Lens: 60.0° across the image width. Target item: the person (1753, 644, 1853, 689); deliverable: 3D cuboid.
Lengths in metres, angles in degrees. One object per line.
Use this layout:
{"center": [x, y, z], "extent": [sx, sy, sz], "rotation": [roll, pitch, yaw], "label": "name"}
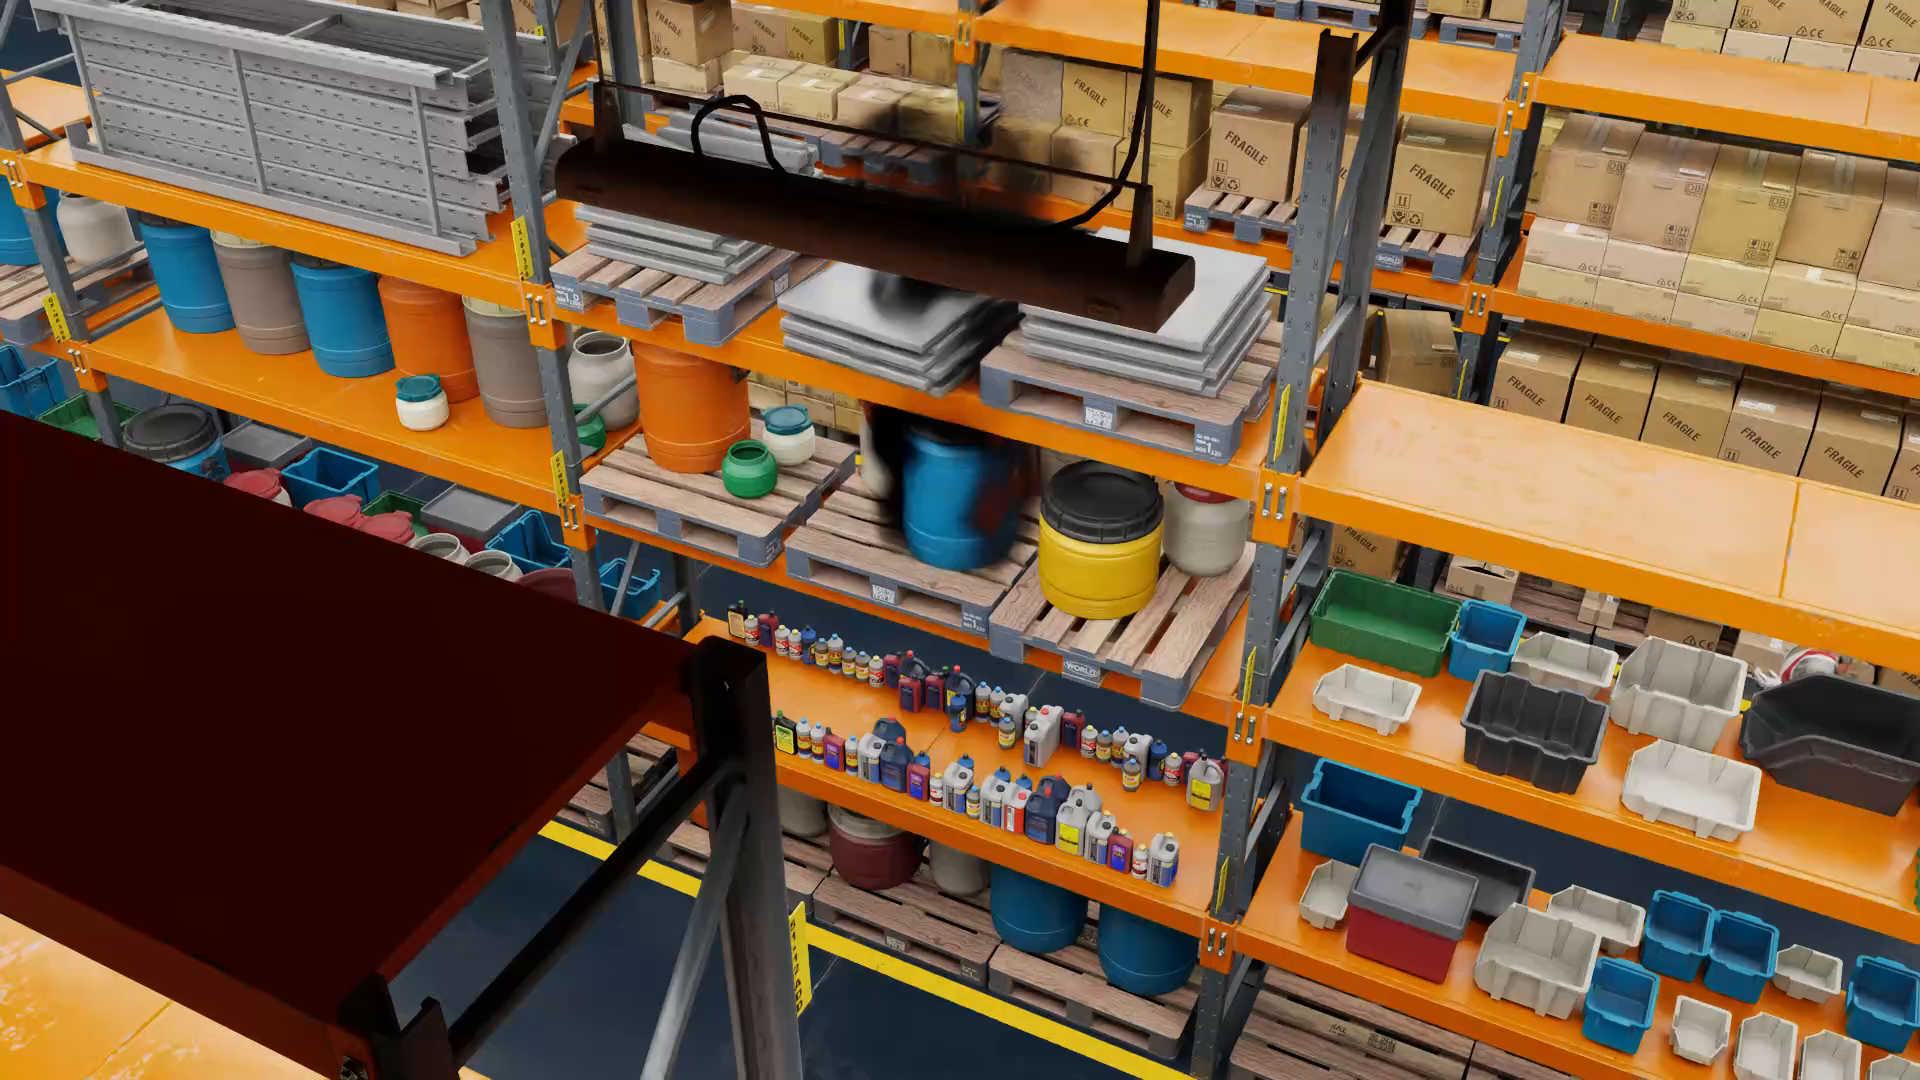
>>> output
{"center": [5.353, 1.153, 10.652], "extent": [0.937, 1.795, 0.655], "rotation": [14, 37, 19], "label": "person"}
